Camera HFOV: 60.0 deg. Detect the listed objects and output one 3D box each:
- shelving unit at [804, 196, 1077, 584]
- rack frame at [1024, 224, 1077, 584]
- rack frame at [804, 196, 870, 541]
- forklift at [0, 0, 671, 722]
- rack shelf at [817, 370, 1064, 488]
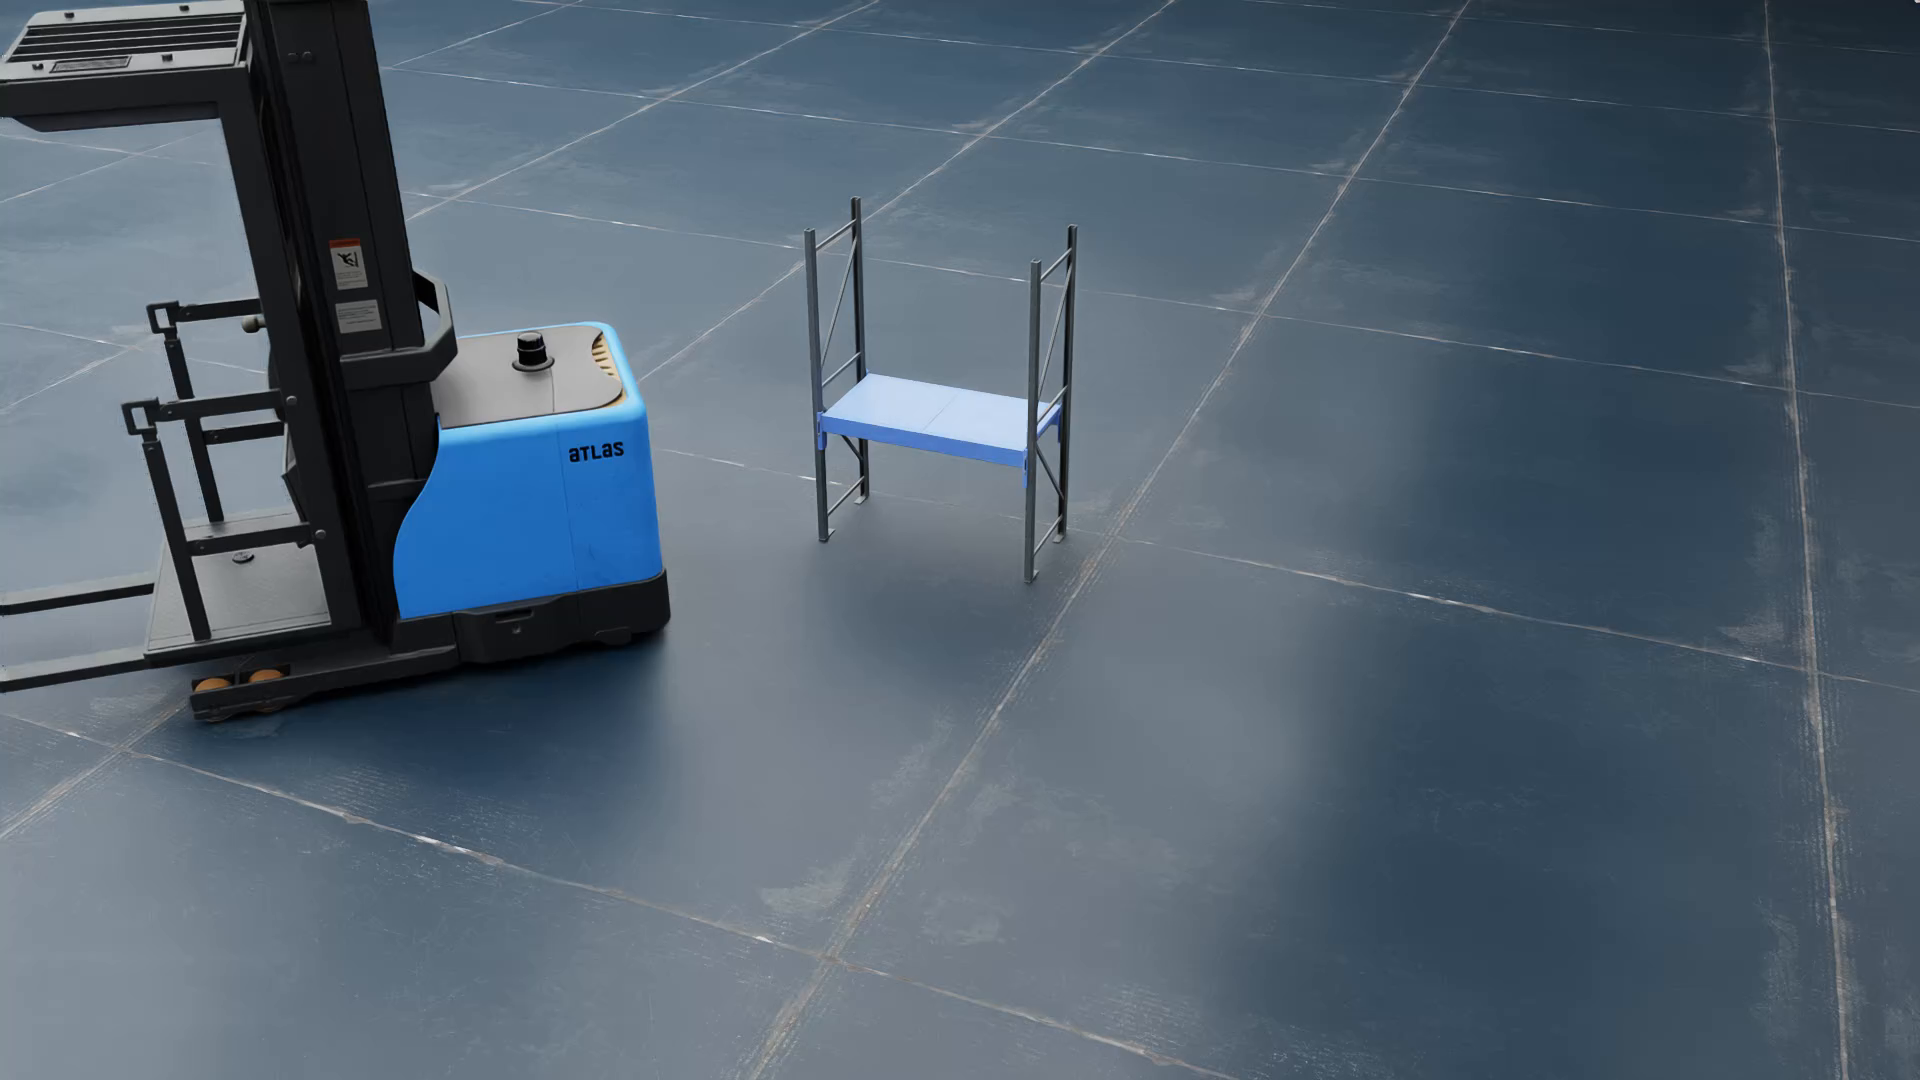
[{"bbox_3d":[-0.079,-0.669,7.409,1.048,1.500,0.538,11,31,19],"label":"shelving unit"},{"bbox_3d":[0.392,-0.575,7.242,0.032,1.500,0.500,11,31,19],"label":"rack frame"},{"bbox_3d":[-0.550,-0.763,7.575,0.032,1.500,0.500,11,31,19],"label":"rack frame"},{"bbox_3d":[-2.797,-0.859,6.292,3.031,2.935,1.130,-9,31,-16],"label":"forklift"},{"bbox_3d":[-0.079,-0.512,7.497,1.000,0.185,0.538,11,31,19],"label":"rack shelf"}]
